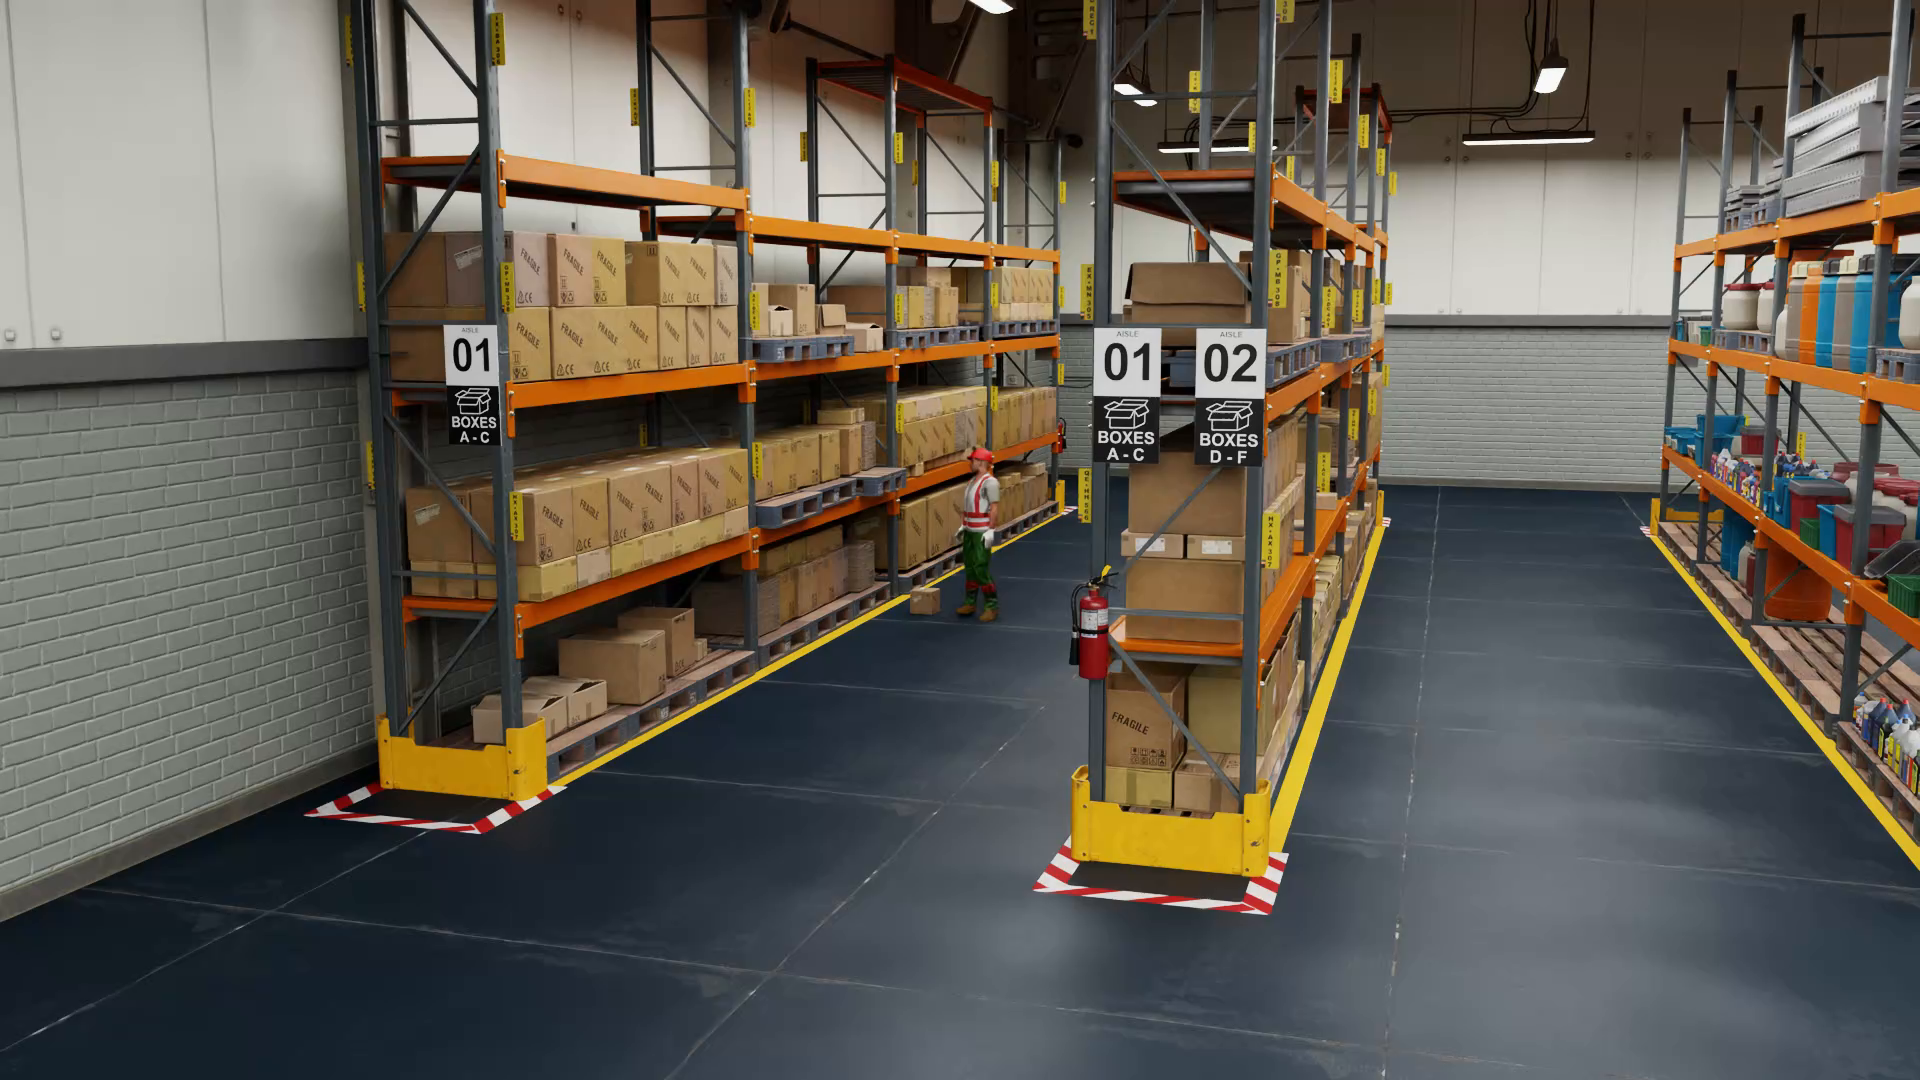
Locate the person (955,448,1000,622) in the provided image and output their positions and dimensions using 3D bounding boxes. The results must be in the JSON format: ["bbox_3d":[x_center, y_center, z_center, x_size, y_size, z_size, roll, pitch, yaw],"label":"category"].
[{"bbox_3d":[0.180,-0.066,17.713,0.412,1.805,0.645,-4,9,-28],"label":"person"}]
